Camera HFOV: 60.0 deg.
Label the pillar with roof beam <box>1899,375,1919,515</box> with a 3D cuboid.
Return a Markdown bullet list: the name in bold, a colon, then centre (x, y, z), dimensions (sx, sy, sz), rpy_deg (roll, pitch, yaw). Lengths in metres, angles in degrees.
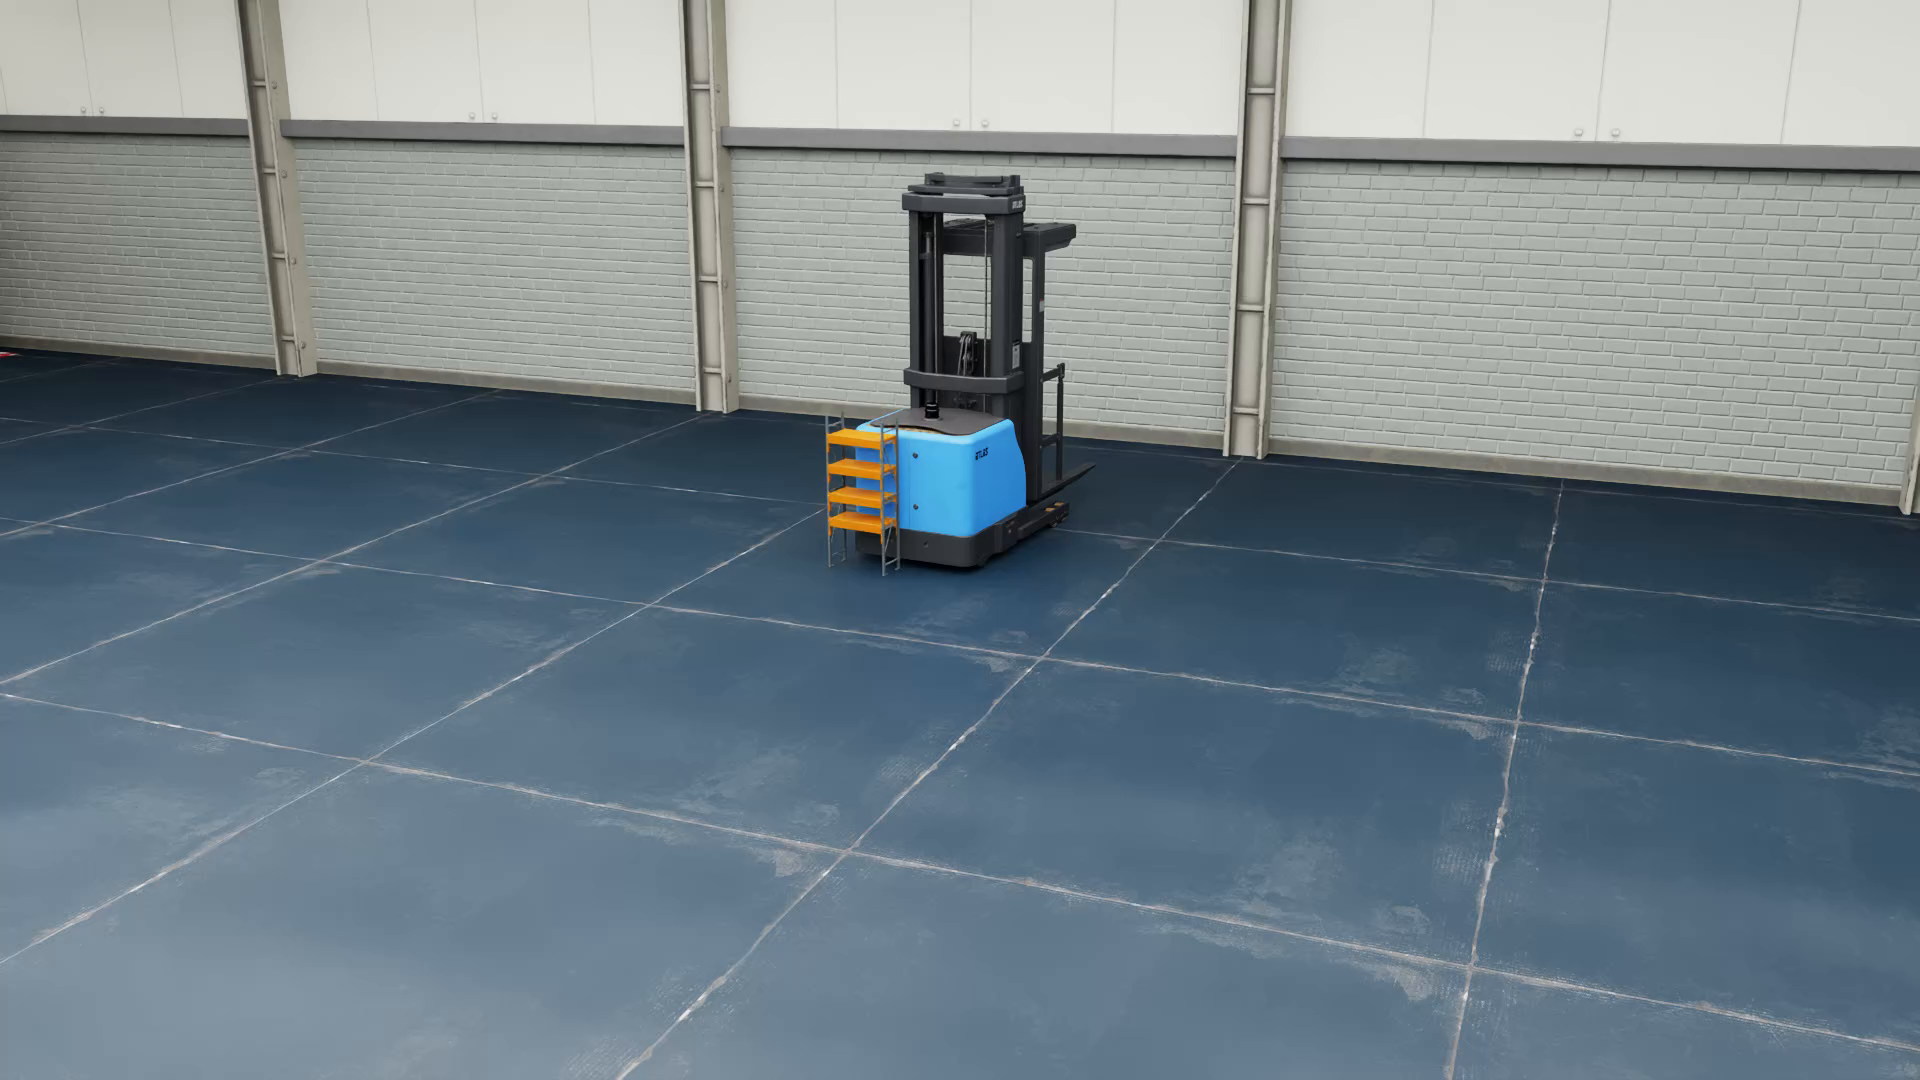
- **pillar with roof beam**: centre (6.859, -3.451, 9.420), dimensions (0.400, 9.000, 9.100), rpy_deg (6, 17, 21)

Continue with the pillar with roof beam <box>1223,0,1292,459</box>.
- **pillar with roof beam**: centre (1.278, -4.065, 11.534), dimensions (0.400, 9.000, 9.100), rpy_deg (6, 17, 21)

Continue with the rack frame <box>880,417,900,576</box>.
- **rack frame**: centre (-0.529, -0.328, 12.650), dimensions (0.015, 1.200, 0.240), rpy_deg (9, 18, 27)

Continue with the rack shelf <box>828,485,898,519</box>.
- **rack shelf**: centre (-0.743, -0.296, 12.781), dimensions (0.480, 0.148, 0.258), rpy_deg (9, 18, 27)

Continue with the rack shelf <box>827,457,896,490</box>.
- **rack shelf**: centre (-0.743, -0.511, 12.719), dimensions (0.480, 0.148, 0.258), rpy_deg (9, 18, 27)

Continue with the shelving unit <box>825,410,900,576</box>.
- **shelving unit**: centre (-0.743, -0.360, 12.763), dimensions (0.503, 1.200, 0.258), rpy_deg (9, 18, 27)

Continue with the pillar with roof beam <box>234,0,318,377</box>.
- **pillar with roof beam**: centre (-9.886, -5.292, 15.763), dimensions (0.400, 9.000, 9.100), rpy_deg (6, 17, 21)

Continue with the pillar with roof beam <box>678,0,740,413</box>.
- **pillar with roof beam**: centre (-4.304, -4.679, 13.649), dimensions (0.400, 9.000, 9.100), rpy_deg (6, 17, 21)

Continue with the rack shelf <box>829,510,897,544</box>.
- **rack shelf**: centre (-0.743, -0.105, 12.837), dimensions (0.480, 0.148, 0.258), rpy_deg (9, 18, 27)

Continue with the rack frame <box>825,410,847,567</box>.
- **rack frame**: centre (-0.958, -0.393, 12.875), dimensions (0.015, 1.200, 0.240), rpy_deg (9, 18, 27)

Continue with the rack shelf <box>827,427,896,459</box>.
- **rack shelf**: centre (-0.743, -0.738, 12.653), dimensions (0.480, 0.148, 0.258), rpy_deg (9, 18, 27)

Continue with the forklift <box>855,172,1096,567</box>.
- **forklift**: centre (0.281, -1.565, 13.806), dimensions (1.130, 2.935, 3.031), rpy_deg (8, 18, 25)
